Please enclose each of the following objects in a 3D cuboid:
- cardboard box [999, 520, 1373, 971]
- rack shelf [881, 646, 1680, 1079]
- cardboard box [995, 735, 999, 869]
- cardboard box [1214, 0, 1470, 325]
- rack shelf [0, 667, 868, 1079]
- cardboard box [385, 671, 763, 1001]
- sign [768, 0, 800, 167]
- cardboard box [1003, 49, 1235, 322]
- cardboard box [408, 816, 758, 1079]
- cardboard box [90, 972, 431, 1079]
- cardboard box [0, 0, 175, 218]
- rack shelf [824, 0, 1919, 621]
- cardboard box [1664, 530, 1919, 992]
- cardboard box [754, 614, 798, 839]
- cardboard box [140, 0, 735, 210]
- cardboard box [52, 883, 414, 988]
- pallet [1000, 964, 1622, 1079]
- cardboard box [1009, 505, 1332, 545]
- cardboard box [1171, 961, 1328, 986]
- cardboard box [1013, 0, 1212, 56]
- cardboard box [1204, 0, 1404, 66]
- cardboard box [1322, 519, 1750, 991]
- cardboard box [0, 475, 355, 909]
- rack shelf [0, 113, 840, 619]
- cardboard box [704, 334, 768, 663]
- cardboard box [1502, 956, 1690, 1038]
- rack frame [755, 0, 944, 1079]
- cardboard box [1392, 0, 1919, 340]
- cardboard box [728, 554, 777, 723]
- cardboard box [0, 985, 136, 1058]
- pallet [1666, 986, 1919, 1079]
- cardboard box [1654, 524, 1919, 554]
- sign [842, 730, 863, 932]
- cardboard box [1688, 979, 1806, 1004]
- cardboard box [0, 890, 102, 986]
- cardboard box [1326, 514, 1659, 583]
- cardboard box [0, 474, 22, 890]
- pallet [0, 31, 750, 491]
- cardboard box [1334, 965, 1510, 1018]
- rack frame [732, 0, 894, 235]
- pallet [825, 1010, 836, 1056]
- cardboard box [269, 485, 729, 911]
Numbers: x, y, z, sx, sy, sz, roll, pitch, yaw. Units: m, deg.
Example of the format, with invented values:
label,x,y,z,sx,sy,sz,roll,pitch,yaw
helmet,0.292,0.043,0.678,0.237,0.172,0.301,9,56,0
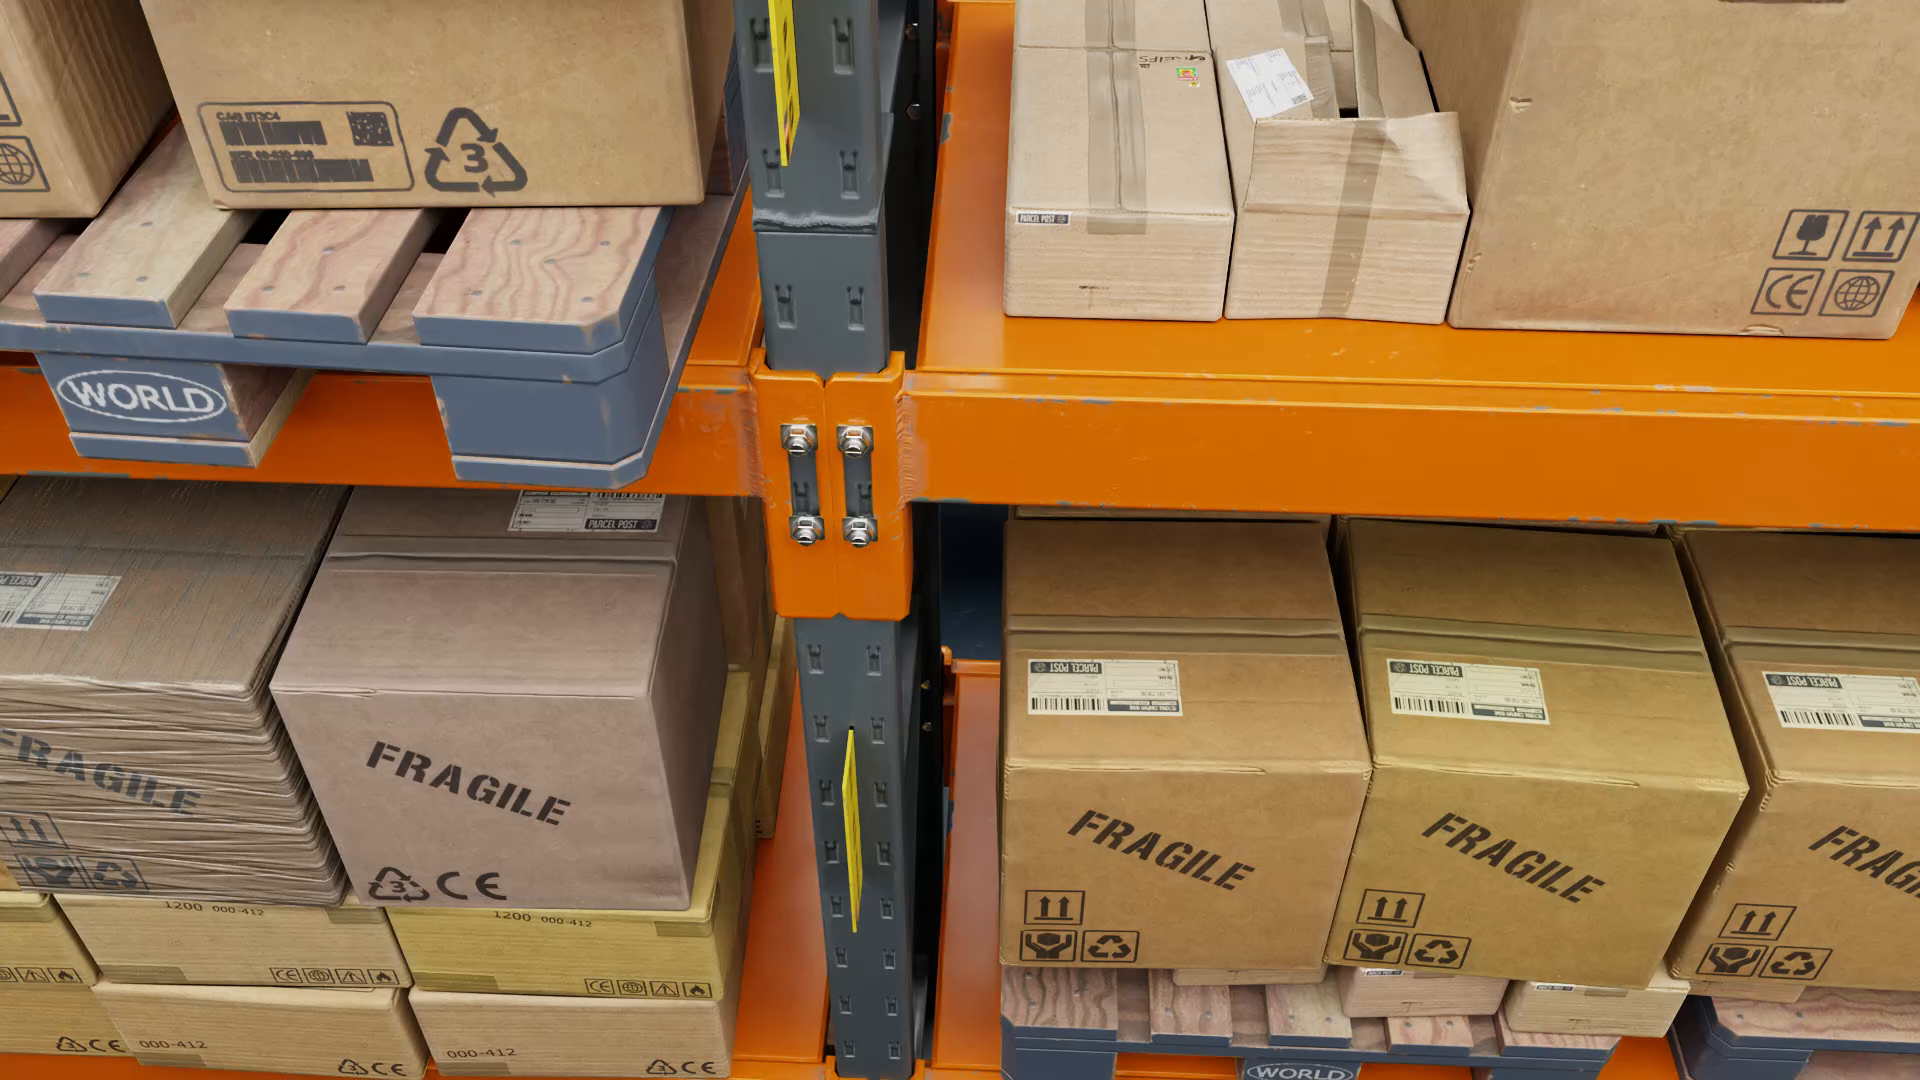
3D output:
label,x,y,z,sx,sy,sz,roll,pitch,yaw
cardboard box,0.315,0.319,2.607,0.500,0.500,0.500,1,43,1
rack shelf,1.874,0.772,3.249,4.000,0.370,1.077,2,43,2
cardboard box,0.192,0.522,2.865,0.250,0.149,0.380,-1,43,-1
cardboard box,0.438,-0.468,1.950,0.258,0.266,0.396,2,43,2
rack shelf,-2.122,0.649,3.381,4.000,0.370,1.077,2,43,2
cardboard box,-0.619,0.477,2.780,0.500,0.250,0.500,2,43,2
sign,-0.157,-0.491,1.438,0.005,0.325,0.100,2,43,2
cardboard box,0.183,-0.433,1.998,0.250,0.149,0.380,2,43,2
cardboard box,-0.641,0.663,2.948,0.500,0.250,0.500,0,43,0
cardboard box,-1.152,0.658,2.953,0.500,0.250,0.500,2,43,3
cardboard box,-1.122,-0.742,1.764,0.500,0.500,0.700,0,43,0
rack shelf,1.874,-0.326,2.226,4.000,0.370,1.077,2,43,2
cardboard box,1.367,0.342,2.582,0.500,0.500,0.500,2,43,3
cardboard box,-0.602,0.316,3.321,0.500,0.250,0.500,1,43,1
cardboard box,-0.508,-0.751,1.771,0.637,0.503,0.797,-1,43,-1
cardboard box,-1.132,0.464,2.795,0.500,0.250,0.500,1,43,1
pallet,0.593,0.467,3.189,1.003,0.211,1.213,2,43,2
cardboard box,0.343,-0.027,2.979,0.500,0.500,0.500,1,43,1
cardboard box,0.473,0.553,2.832,0.250,0.149,0.380,-1,43,-1
cardboard box,0.200,-0.692,2.276,0.250,0.149,0.380,2,43,2
cardboard box,0.449,-0.690,2.274,0.250,0.149,0.380,2,43,2
cardboard box,0.836,0.331,2.595,0.500,0.500,0.500,4,43,4
cardboard box,-1.165,0.197,2.531,0.500,0.500,0.500,2,43,3
rack shelf,-2.122,-0.449,2.358,4.000,0.370,1.077,2,43,2
cardboard box,-0.606,-0.137,2.890,0.500,0.500,0.500,0,43,0
cardboard box,1.018,0.616,2.765,0.250,0.149,0.380,2,43,2
rack frame,-0.124,0.447,3.070,0.127,3.000,1.000,2,43,2
cardboard box,0.822,-0.651,1.974,0.500,0.500,0.700,2,43,2
cardboard box,-0.619,0.135,3.147,0.500,0.250,0.500,1,43,2
cardboard box,-1.654,0.632,2.981,0.500,0.250,0.500,1,43,1
pallet,1.855,0.550,3.100,1.213,0.211,1.003,2,43,2
cardboard box,1.364,-0.004,2.954,0.500,0.500,0.500,-1,43,-1
sign,-0.146,0.401,2.269,0.005,0.325,0.100,2,43,2
cardboard box,1.263,0.570,2.814,0.250,0.149,0.380,4,43,4
cardboard box,-1.644,0.462,2.797,0.500,0.250,0.500,1,43,1
cardboard box,0.860,-0.019,2.970,0.500,0.500,0.500,1,43,1
cardboard box,-1.661,0.177,2.553,0.500,0.500,0.500,2,43,2
pallet,-0.770,-0.565,2.094,1.003,0.211,1.213,4,43,4
cardboard box,0.744,0.593,2.789,0.250,0.149,0.380,-1,43,-1
rack frame,-0.124,-1.748,1.025,0.127,3.000,1.000,2,43,2
pallet,-0.908,1.392,4.101,1.213,0.211,1.003,2,43,2
cardboard box,-0.652,0.207,2.520,0.500,0.500,0.500,1,43,1
